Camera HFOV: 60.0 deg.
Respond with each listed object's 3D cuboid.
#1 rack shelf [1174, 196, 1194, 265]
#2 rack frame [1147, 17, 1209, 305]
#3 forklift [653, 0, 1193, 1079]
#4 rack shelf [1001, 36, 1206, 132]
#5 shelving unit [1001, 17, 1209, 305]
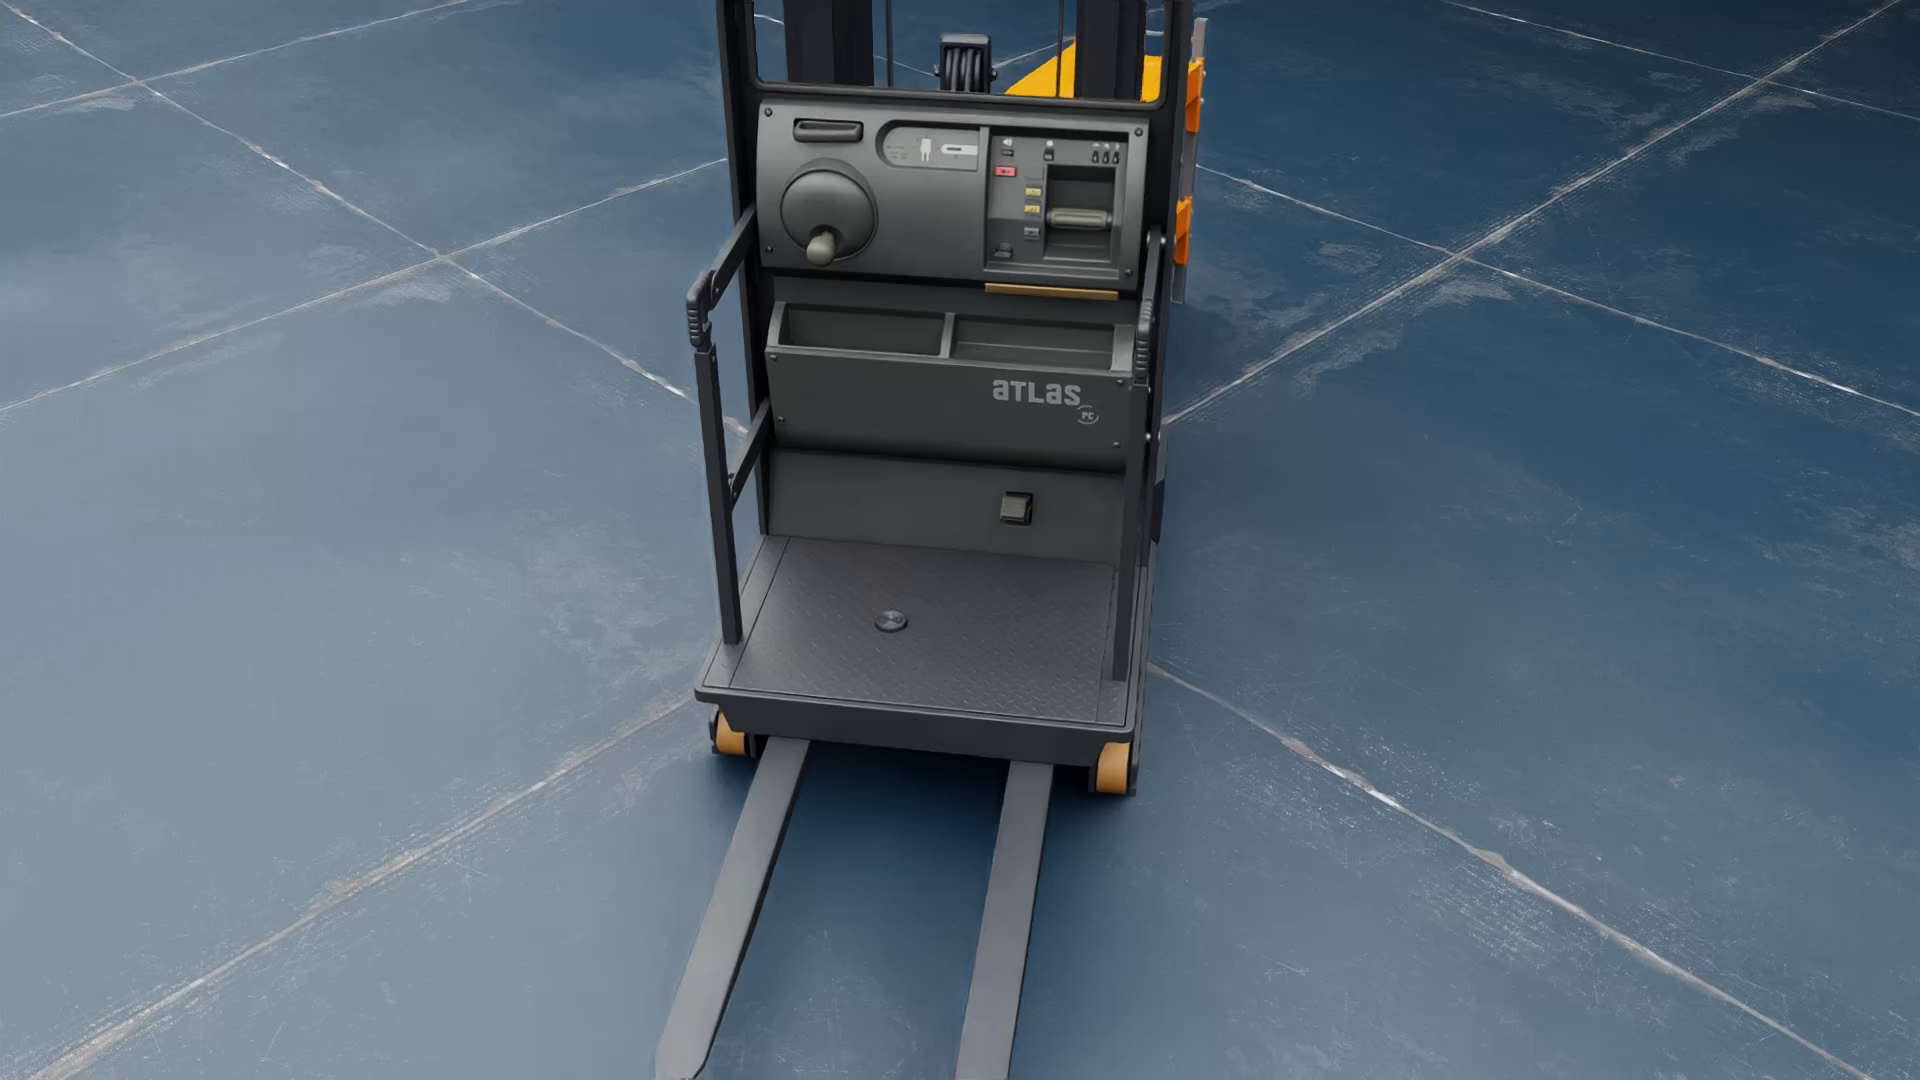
[{"bbox_3d":[0.424,-1.012,6.145,0.538,0.278,1.000,17,38,23],"label":"rack shelf"},{"bbox_3d":[0.665,-1.468,6.372,0.500,1.125,0.032,17,38,23],"label":"rack frame"},{"bbox_3d":[-0.054,-0.763,3.782,1.130,2.935,3.031,5,35,7],"label":"forklift"},{"bbox_3d":[0.424,-1.452,5.837,0.538,0.278,1.000,17,38,23],"label":"rack shelf"},{"bbox_3d":[0.424,-1.212,6.005,0.538,1.125,1.048,17,38,23],"label":"shelving unit"}]
